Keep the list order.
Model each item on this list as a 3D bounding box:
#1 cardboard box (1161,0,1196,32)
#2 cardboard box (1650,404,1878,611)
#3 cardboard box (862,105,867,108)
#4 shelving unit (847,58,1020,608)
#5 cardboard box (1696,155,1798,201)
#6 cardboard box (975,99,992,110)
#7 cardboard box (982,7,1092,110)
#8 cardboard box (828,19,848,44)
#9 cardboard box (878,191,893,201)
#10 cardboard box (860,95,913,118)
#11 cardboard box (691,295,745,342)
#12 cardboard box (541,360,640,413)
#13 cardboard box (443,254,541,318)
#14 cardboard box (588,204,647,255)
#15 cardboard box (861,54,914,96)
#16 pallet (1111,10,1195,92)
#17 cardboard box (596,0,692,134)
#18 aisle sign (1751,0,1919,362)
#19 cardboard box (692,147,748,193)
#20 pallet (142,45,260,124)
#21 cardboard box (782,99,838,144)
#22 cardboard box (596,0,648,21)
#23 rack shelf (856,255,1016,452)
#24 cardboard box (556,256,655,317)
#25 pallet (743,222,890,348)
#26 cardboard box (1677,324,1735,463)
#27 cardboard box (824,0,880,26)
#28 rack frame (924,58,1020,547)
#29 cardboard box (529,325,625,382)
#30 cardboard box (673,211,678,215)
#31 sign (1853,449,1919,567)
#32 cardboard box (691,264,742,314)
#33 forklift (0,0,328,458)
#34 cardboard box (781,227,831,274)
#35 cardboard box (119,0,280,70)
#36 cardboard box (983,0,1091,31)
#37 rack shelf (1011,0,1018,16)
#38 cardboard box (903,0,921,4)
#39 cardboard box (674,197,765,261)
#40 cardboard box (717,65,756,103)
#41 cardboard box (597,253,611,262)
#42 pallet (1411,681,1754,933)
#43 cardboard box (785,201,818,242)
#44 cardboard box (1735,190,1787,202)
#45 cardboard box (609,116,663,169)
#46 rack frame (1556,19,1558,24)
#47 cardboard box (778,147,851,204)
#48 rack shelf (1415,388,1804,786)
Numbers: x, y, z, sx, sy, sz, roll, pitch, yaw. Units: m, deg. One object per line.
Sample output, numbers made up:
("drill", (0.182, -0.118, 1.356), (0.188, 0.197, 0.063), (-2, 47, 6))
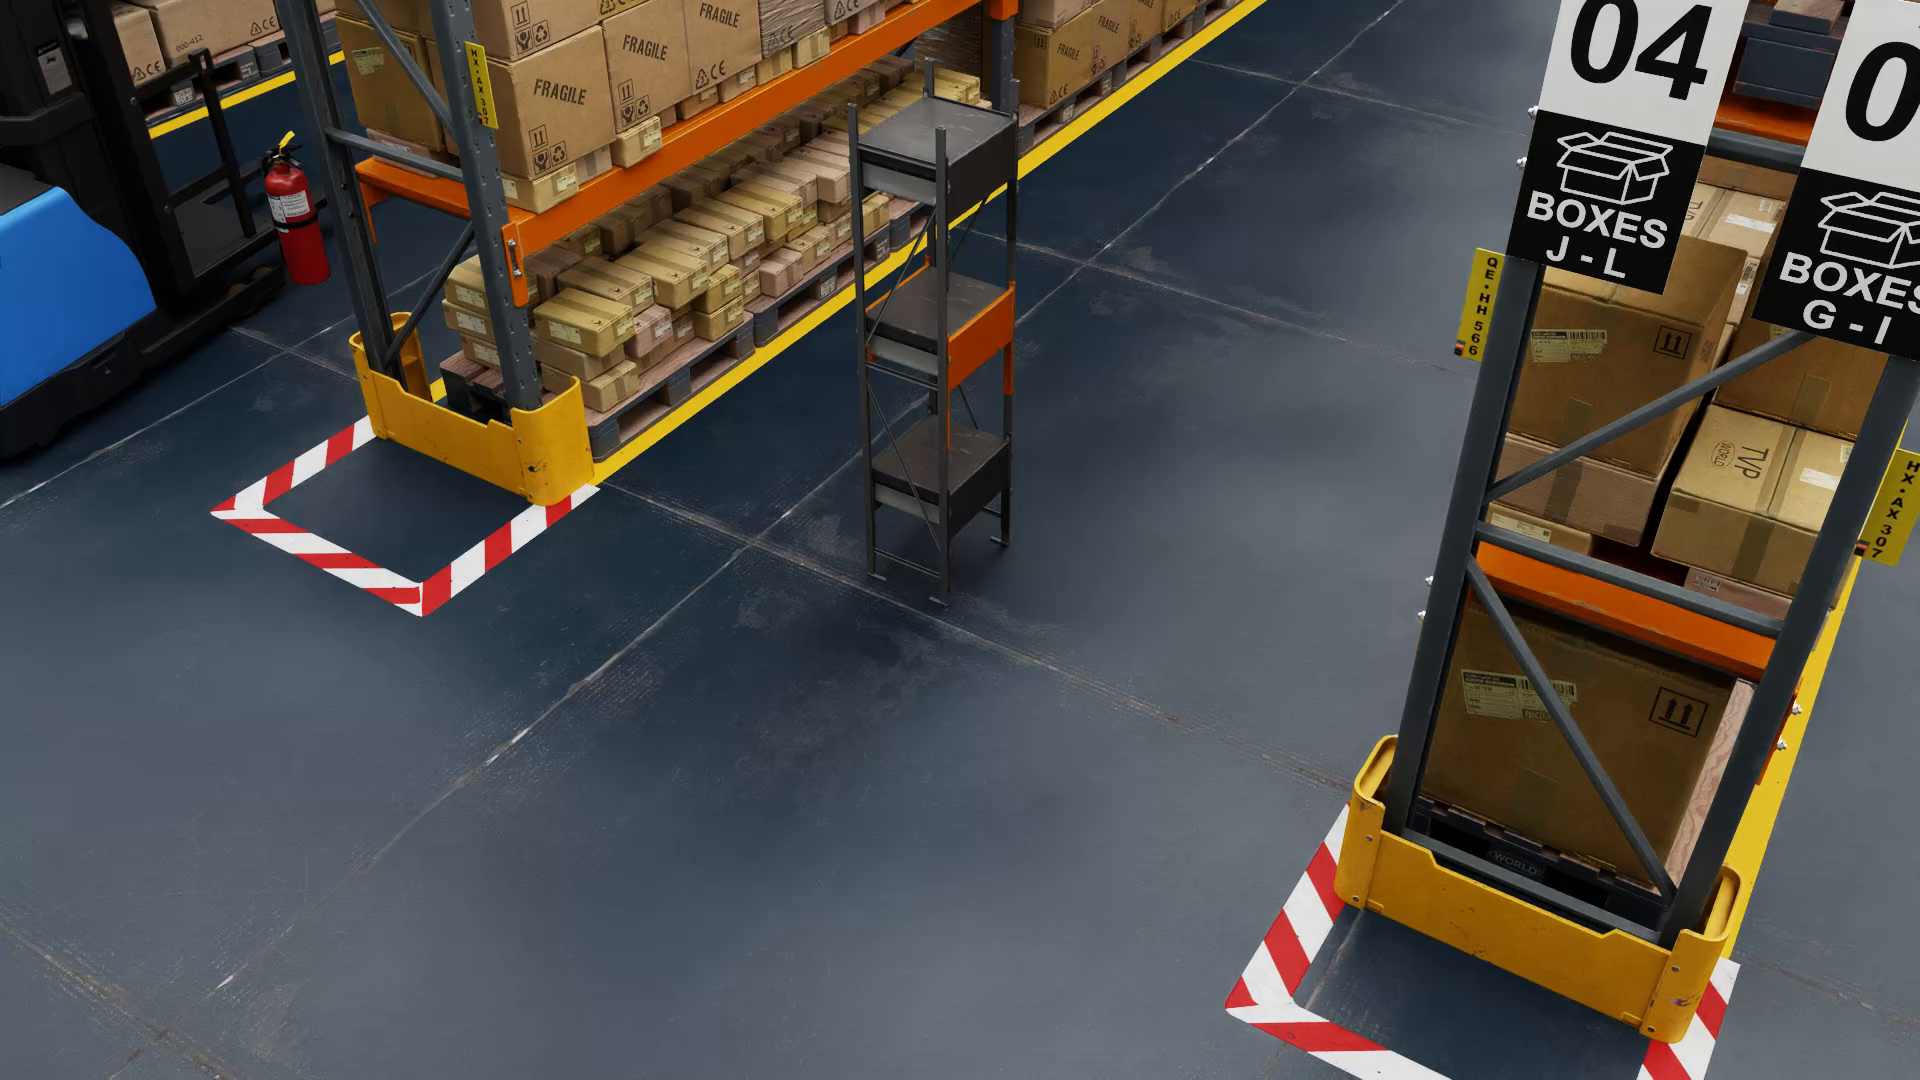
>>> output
("cardboard box", (1.323, -3.893, 11.547), (0.500, 0.500, 0.500), (19, 42, 23))
("cardboard box", (2.339, -0.105, 4.809), (0.500, 0.250, 0.500), (20, 42, 24))
("cardboard box", (-0.661, -2.537, 9.832), (0.380, 0.149, 0.250), (21, 43, 25))
("shelving unit", (-0.089, -0.746, 6.498), (0.431, 2.100, 0.503), (21, 42, 25))
("cardboard box", (2.979, -1.621, 6.160), (0.500, 0.500, 0.500), (20, 42, 24))
("cardboard box", (-0.037, -2.513, 9.800), (0.380, 0.149, 0.250), (22, 43, 26))
("cardboard box", (0.483, -3.095, 10.511), (0.500, 0.500, 0.500), (23, 43, 27))
("cardboard box", (-0.793, -2.626, 8.405), (0.380, 0.149, 0.250), (21, 42, 24))
("cardboard box", (-0.600, -1.988, 9.363), (0.380, 0.149, 0.250), (20, 42, 24))
("cardboard box", (-0.339, -2.353, 9.349), (0.380, 0.149, 0.250), (21, 42, 25))
("cardboard box", (-1.301, -1.153, 8.279), (0.380, 0.149, 0.250), (22, 43, 26))
("cardboard box", (-1.729, -0.765, 7.776), (0.380, 0.149, 0.250), (22, 43, 26))
("cardboard box", (-2.210, -1.191, 7.841), (0.380, 0.149, 0.250), (22, 43, 26))
("cardboard box", (-1.803, -1.589, 8.359), (0.380, 0.149, 0.250), (19, 42, 23))
("cardboard box", (-0.496, -2.787, 9.912), (0.380, 0.149, 0.250), (23, 43, 27))
("pallet", (0.932, -3.553, 11.686), (1.003, 0.211, 1.213), (21, 42, 25))
("cardboard box", (-1.541, -2.145, 7.250), (0.500, 0.500, 0.500), (21, 42, 25))
("aisle sign", (2.069, -0.782, 3.678), (0.394, 0.787, 0.004), (21, 42, 25))
("cardboard box", (-1.355, -1.990, 8.878), (0.380, 0.149, 0.250), (21, 42, 25))
("pallet", (-5.497, -3.089, 11.084), (1.003, 0.211, 1.213), (21, 42, 25))
("cardboard box", (-0.908, -2.376, 9.379), (0.380, 0.149, 0.250), (20, 42, 24))
("cardboard box", (-1.550, -2.522, 6.921), (0.500, 0.500, 0.500), (22, 43, 26))
("rack shelf", (-0.089, -0.735, 6.507), (0.431, 0.518, 0.480), (21, 42, 25))
("cardboard box", (-1.666, -1.175, 7.822), (0.380, 0.149, 0.250), (22, 43, 26))
("pallet", (-1.120, -1.530, 9.062), (1.003, 0.211, 1.213), (21, 42, 25))
("cardboard box", (2.162, -0.544, 5.378), (0.500, 0.250, 0.500), (20, 42, 24))
("cardboard box", (-0.704, -2.916, 8.251), (0.500, 0.500, 0.500), (21, 42, 25))
("rack frame", (0.042, -0.872, 6.661), (0.400, 2.100, 0.015), (21, 42, 25))
("cardboard box", (-1.783, -0.903, 7.712), (0.380, 0.149, 0.250), (23, 43, 27))
("cardboard box", (-1.542, -1.748, 8.808), (0.380, 0.149, 0.250), (23, 43, 27))
("sign", (2.319, -0.077, 4.119), (0.100, 0.325, 0.005), (21, 42, 25))
("cardboard box", (-1.303, -1.278, 8.198), (0.380, 0.149, 0.250), (23, 43, 26))
("forklift", (-4.278, -2.433, 8.006), (1.130, 2.935, 3.031), (14, 40, 17))
("cardboard box", (-0.912, -1.566, 8.816), (0.380, 0.149, 0.250), (21, 42, 25))
("cardboard box", (-5.277, -3.592, 11.208), (0.875, 0.438, 0.875), (20, 42, 24))
("cardboard box", (0.482, -3.392, 10.282), (0.500, 0.250, 0.500), (19, 42, 23))
("rack shelf", (0.935, -4.370, 11.051), (1.077, 0.370, 4.000), (21, 42, 25))
("cardboard box", (-0.332, -3.014, 8.909), (0.380, 0.149, 0.250), (23, 43, 27))
("cardboard box", (-1.204, -1.558, 8.318), (0.380, 0.149, 0.250), (23, 43, 27))
("cardboard box", (-1.194, -2.216, 7.874), (0.380, 0.149, 0.250), (20, 42, 24))
("cardboard box", (-1.961, -1.351, 8.293), (0.380, 0.149, 0.250), (19, 42, 23))
("pallet", (2.216, 0.779, 6.067), (1.003, 0.211, 1.213), (21, 42, 25))
("cardboard box", (-0.977, -1.735, 8.791), (0.380, 0.149, 0.250), (23, 43, 27))
("cardboard box", (2.981, -1.328, 6.395), (0.500, 0.250, 0.500), (22, 43, 26))
("cardboard box", (-1.539, -1.788, 7.319), (0.380, 0.149, 0.250), (20, 42, 24))
("rack frame", (1.854, -2.263, 2.816), (1.000, 3.000, 0.127), (21, 42, 25))
("cardboard box", (-0.745, -1.932, 8.803), (0.380, 0.149, 0.250), (20, 42, 24))
("rack shelf", (2.925, -0.634, 6.204), (1.077, 0.370, 4.000), (21, 42, 25))
